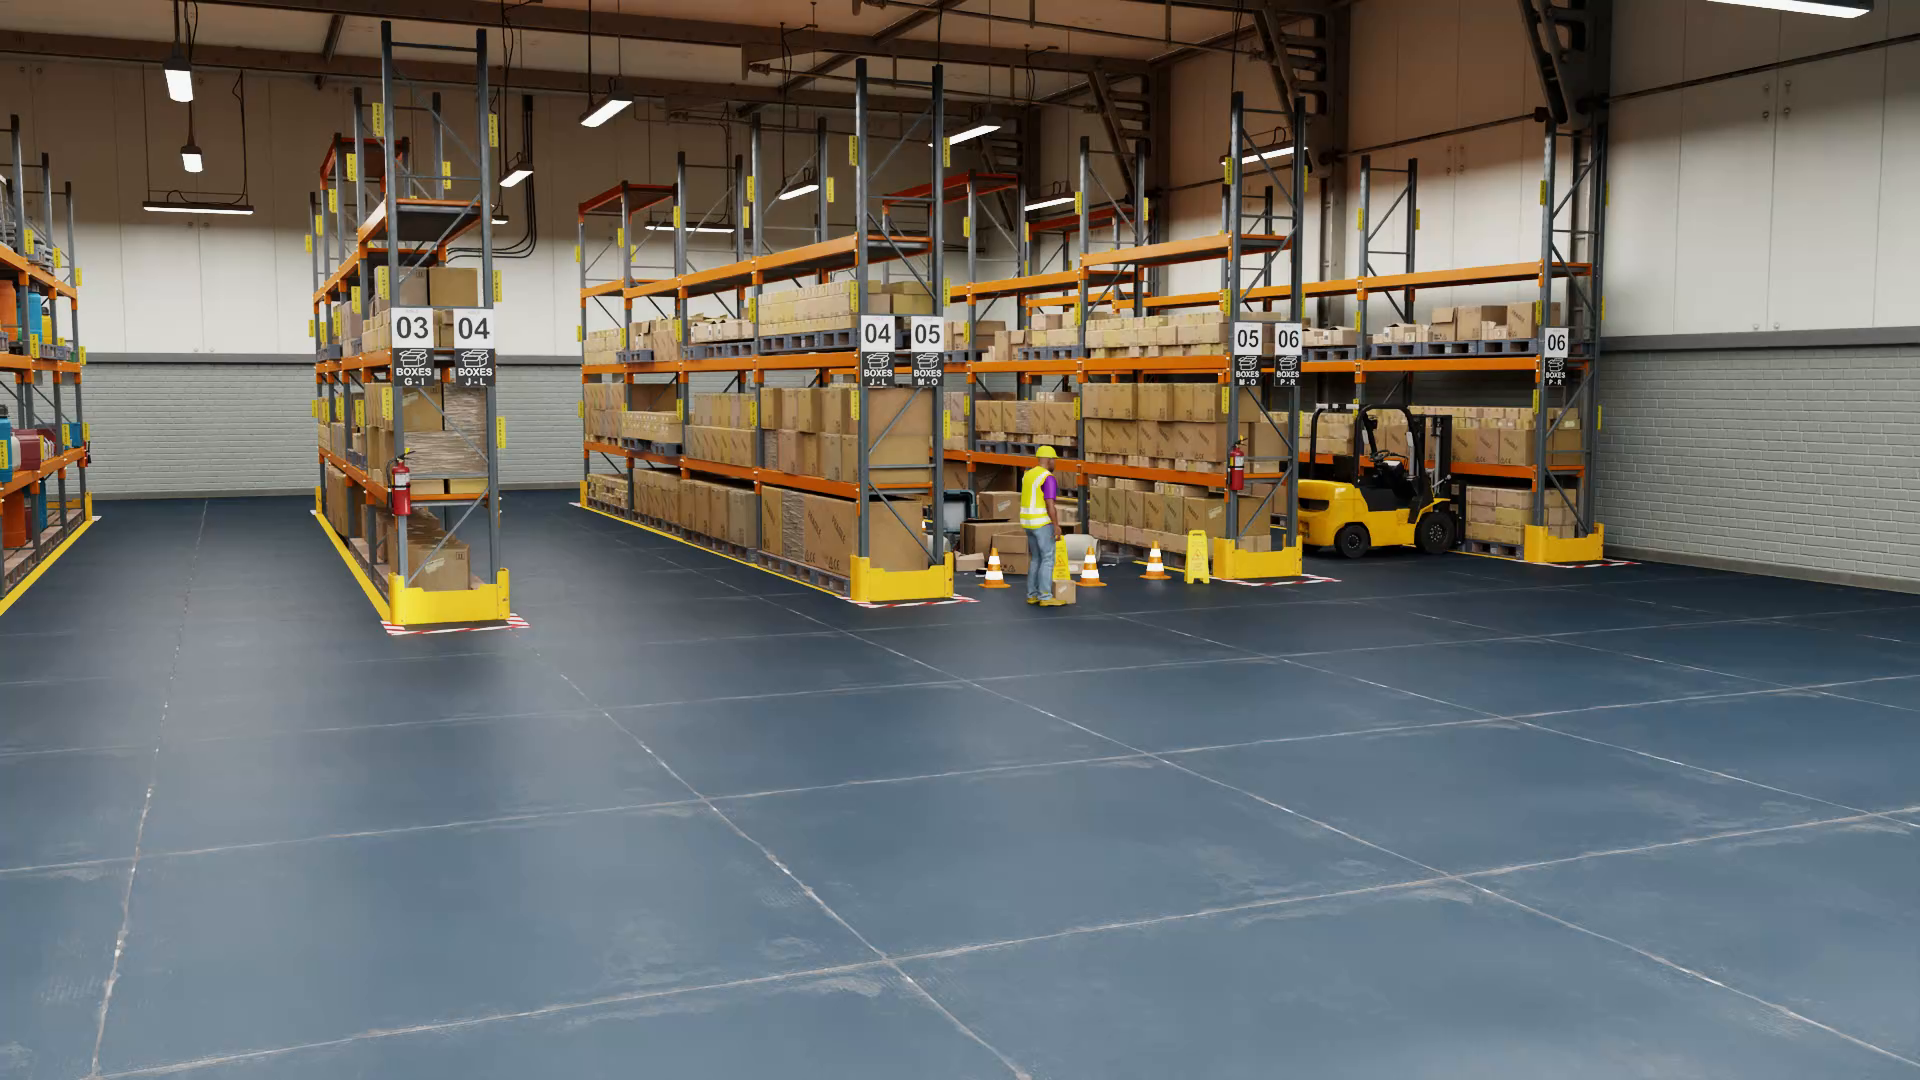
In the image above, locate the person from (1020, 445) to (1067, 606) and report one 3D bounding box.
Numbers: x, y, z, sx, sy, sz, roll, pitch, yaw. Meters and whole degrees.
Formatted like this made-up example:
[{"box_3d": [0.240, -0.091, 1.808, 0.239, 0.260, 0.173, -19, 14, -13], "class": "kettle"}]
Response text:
[{"box_3d": [0.912, -0.167, 18.447, 0.455, 1.760, 0.635, -3, 6, -27], "class": "person"}]
